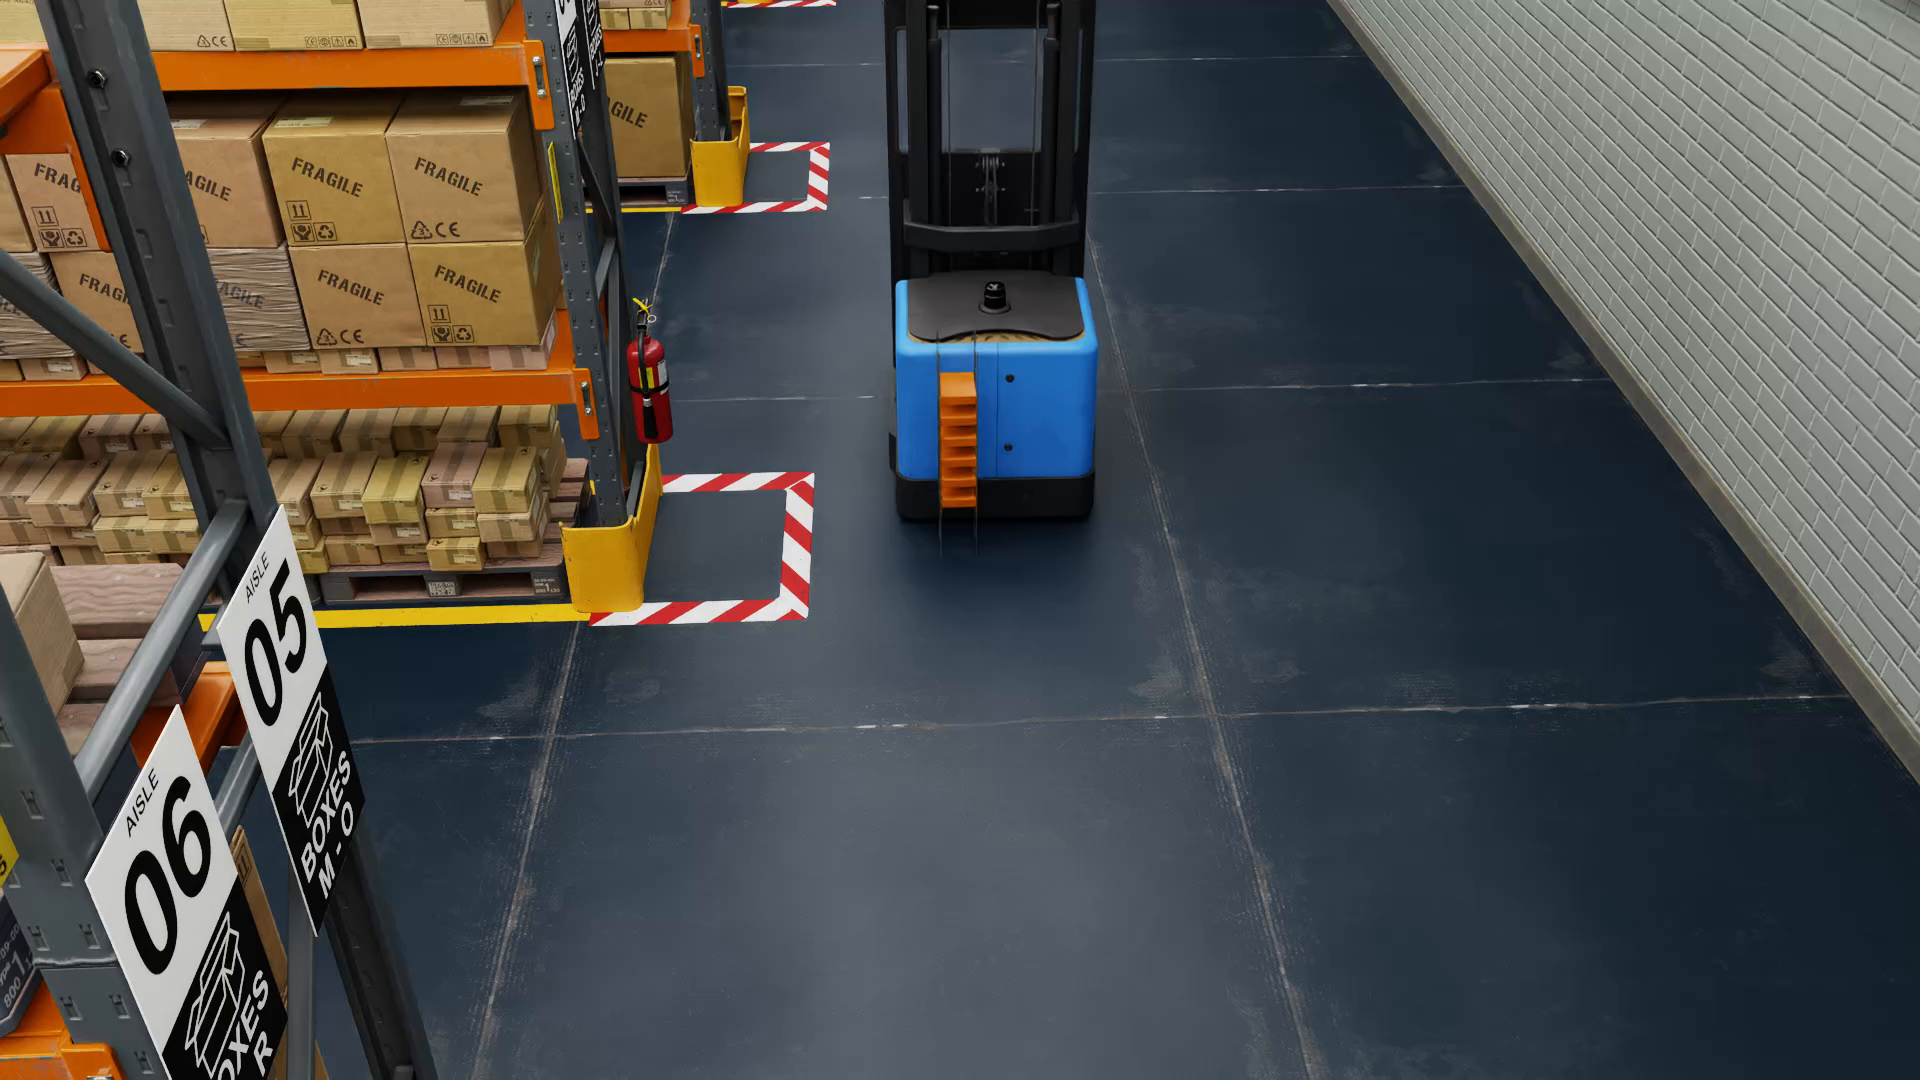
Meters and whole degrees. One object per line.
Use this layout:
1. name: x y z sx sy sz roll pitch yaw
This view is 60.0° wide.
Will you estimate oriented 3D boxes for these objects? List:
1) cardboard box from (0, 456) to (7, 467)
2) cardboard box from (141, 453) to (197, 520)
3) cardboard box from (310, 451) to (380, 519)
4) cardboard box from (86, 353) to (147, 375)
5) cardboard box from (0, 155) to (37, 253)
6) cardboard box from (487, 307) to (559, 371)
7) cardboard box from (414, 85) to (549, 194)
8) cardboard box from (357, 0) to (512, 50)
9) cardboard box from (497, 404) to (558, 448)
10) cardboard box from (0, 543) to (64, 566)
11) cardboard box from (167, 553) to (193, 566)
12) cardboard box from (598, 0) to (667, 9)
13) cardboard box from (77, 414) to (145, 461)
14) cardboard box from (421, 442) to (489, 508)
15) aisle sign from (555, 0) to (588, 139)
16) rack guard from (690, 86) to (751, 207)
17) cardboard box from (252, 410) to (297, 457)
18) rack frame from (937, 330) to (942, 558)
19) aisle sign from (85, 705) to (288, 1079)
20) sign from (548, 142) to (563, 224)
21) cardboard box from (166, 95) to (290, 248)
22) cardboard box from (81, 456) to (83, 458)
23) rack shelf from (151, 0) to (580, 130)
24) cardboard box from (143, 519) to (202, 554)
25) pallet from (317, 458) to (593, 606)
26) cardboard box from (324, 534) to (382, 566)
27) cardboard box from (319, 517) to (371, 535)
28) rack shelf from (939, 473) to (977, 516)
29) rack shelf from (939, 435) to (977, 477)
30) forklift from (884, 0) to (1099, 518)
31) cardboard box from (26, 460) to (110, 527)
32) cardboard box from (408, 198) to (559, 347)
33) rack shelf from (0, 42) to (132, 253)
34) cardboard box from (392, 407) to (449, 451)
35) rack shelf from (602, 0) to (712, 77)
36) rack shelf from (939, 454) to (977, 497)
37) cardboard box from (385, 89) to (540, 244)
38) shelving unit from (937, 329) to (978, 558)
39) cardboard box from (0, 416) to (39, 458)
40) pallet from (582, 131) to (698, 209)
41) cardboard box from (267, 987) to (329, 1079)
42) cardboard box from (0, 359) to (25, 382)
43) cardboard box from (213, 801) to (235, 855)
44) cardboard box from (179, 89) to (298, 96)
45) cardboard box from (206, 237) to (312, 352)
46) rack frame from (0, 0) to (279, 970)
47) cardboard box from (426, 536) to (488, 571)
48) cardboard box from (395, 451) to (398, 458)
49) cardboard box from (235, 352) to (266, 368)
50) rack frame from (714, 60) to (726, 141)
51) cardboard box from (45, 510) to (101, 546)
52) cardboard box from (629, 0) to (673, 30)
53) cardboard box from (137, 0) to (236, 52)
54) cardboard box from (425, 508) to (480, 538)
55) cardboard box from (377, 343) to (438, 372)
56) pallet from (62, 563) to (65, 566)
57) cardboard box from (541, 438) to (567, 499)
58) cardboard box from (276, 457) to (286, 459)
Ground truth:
1. cardboard box: -4.817 -0.246 8.083 0.250 0.149 0.380 -2 35 -3
2. cardboard box: -3.784 -0.265 8.111 0.250 0.149 0.380 -1 35 -2
3. cardboard box: -2.989 -0.271 8.120 0.250 0.149 0.380 -3 35 -4
4. cardboard box: -3.822 -0.916 7.659 0.250 0.149 0.380 0 35 0
5. cardboard box: -4.216 -1.568 7.152 0.500 0.500 0.500 -1 35 -1
6. cardboard box: -2.016 -0.936 7.688 0.250 0.149 0.380 -1 35 -2
7. cardboard box: -2.165 -1.922 7.664 0.500 0.500 0.500 -2 35 -3
8. cardboard box: -2.146 -2.218 6.815 0.500 0.250 0.500 -2 35 -3
9. cardboard box: -2.244 -0.633 8.642 0.250 0.149 0.380 -3 35 -4
10. cardboard box: -4.558 -0.007 8.261 0.250 0.149 0.380 -2 35 -3
11. cardboard box: -3.768 -0.037 8.304 0.250 0.149 0.380 -1 35 -1
12. cardboard box: -2.310 -3.928 11.660 0.500 0.250 0.500 -2 35 -3
13. cardboard box: -4.326 -0.566 8.546 0.250 0.149 0.380 -3 35 -5
14. cardboard box: -2.475 -0.322 8.192 0.250 0.149 0.380 -1 35 -1
15. aisle sign: -1.617 -2.109 6.878 0.004 0.787 0.394 -2 35 -2
16. rack guard: -1.814 -3.004 12.651 0.348 0.500 1.175 -2 35 -2
17. cardboard box: -3.557 -0.586 8.575 0.250 0.149 0.380 -1 35 -1
18. rack frame: -0.104 -0.466 8.369 0.006 1.200 0.240 -2 35 -3
19. aisle sign: -1.282 0.707 2.808 0.004 0.787 0.394 -2 35 -2
20. sign: -1.698 -1.499 6.985 0.005 0.325 0.100 -2 35 -2
21. cardboard box: -3.175 -1.597 7.194 0.500 0.500 0.500 0 35 0
22. cardboard box: -4.608 -0.396 8.561 0.250 0.149 0.380 -1 35 -2
23. rack shelf: -3.702 -2.093 7.134 4.000 0.370 1.077 -2 35 -2
24. cardboard box: -3.784 -0.099 8.133 0.250 0.149 0.380 -1 35 -2
25. pallet: -2.593 -0.059 8.649 1.213 0.211 1.003 -2 35 -2
26. cardboard box: -2.986 -0.040 8.308 0.250 0.149 0.380 -1 35 -2
27. cardboard box: -3.010 -0.192 8.266 0.250 0.149 0.380 -2 35 -3
28. rack shelf: -0.013 -0.235 8.535 0.180 0.103 0.258 -2 35 -3
29. rack shelf: -0.013 -0.433 8.399 0.180 0.103 0.258 -2 35 -3
30. forklift: 0.144 -2.128 9.250 1.130 2.935 3.031 -1 35 -1
31. cardboard box: -4.300 -0.227 8.055 0.250 0.149 0.380 -1 35 -1
32. cardboard box: -2.141 -1.214 7.519 0.500 0.500 0.500 -1 35 -1
33. rack shelf: -3.367 -0.351 2.333 4.000 0.370 1.077 -2 35 -2
34. cardboard box: -2.771 -0.623 8.628 0.250 0.149 0.380 -2 35 -2
35. rack shelf: -3.836 -3.681 12.066 4.000 0.370 1.077 -2 35 -2
36. rack shelf: -0.013 -0.334 8.467 0.180 0.103 0.258 -2 35 -3
37. cardboard box: -2.149 -1.630 7.241 0.500 0.500 0.500 -2 35 -3
38. shelving unit: -0.013 -0.469 8.373 0.189 1.200 0.258 -2 35 -3
39. cardboard box: -4.855 -0.544 8.514 0.250 0.149 0.380 -2 35 -3
40. pallet: -2.633 -2.818 12.637 1.213 0.211 1.003 -2 35 -2
41. cardboard box: -1.862 1.411 3.988 0.500 0.500 0.500 -2 35 -3
42. cardboard box: -4.356 -0.879 7.606 0.250 0.149 0.380 -1 35 -1
43. cardboard box: -1.737 0.735 3.515 0.250 0.149 0.380 -1 35 -1
44. cardboard box: -3.190 -1.904 7.637 0.500 0.500 0.500 -2 35 -3
45. cardboard box: -3.161 -1.184 7.476 0.500 0.500 0.500 -1 35 -2
46. rack frame: -1.369 -0.865 2.092 0.127 3.000 1.000 -2 35 -2
47. cardboard box: -2.472 -0.012 8.268 0.250 0.149 0.380 -1 35 -1
48. cardboard box: -3.018 -0.486 8.691 0.250 0.149 0.380 -1 35 -1
49. cardboard box: -3.307 -0.952 7.710 0.250 0.149 0.380 -3 35 -4
50. rack frame: -1.838 -4.029 11.936 0.053 2.616 0.949 -2 35 -2
51. cardboard box: -4.287 -0.136 8.186 0.250 0.149 0.380 0 35 0
52. cardboard box: -2.178 -3.731 11.726 0.250 0.149 0.380 -1 35 -1
53. cardboard box: -3.151 -2.194 6.781 0.500 0.250 0.500 0 35 0
54. cardboard box: -2.481 -0.179 8.247 0.250 0.149 0.380 -2 35 -3
55. cardboard box: -2.516 -0.936 7.687 0.250 0.149 0.380 -2 35 -3
56. pallet: -5.030 0.007 8.554 1.213 0.211 1.003 -2 35 -2
57. cardboard box: -2.243 -0.377 8.795 0.250 0.149 0.380 -1 35 -1
58. cardboard box: -3.547 -0.394 8.558 0.250 0.149 0.380 0 35 0
